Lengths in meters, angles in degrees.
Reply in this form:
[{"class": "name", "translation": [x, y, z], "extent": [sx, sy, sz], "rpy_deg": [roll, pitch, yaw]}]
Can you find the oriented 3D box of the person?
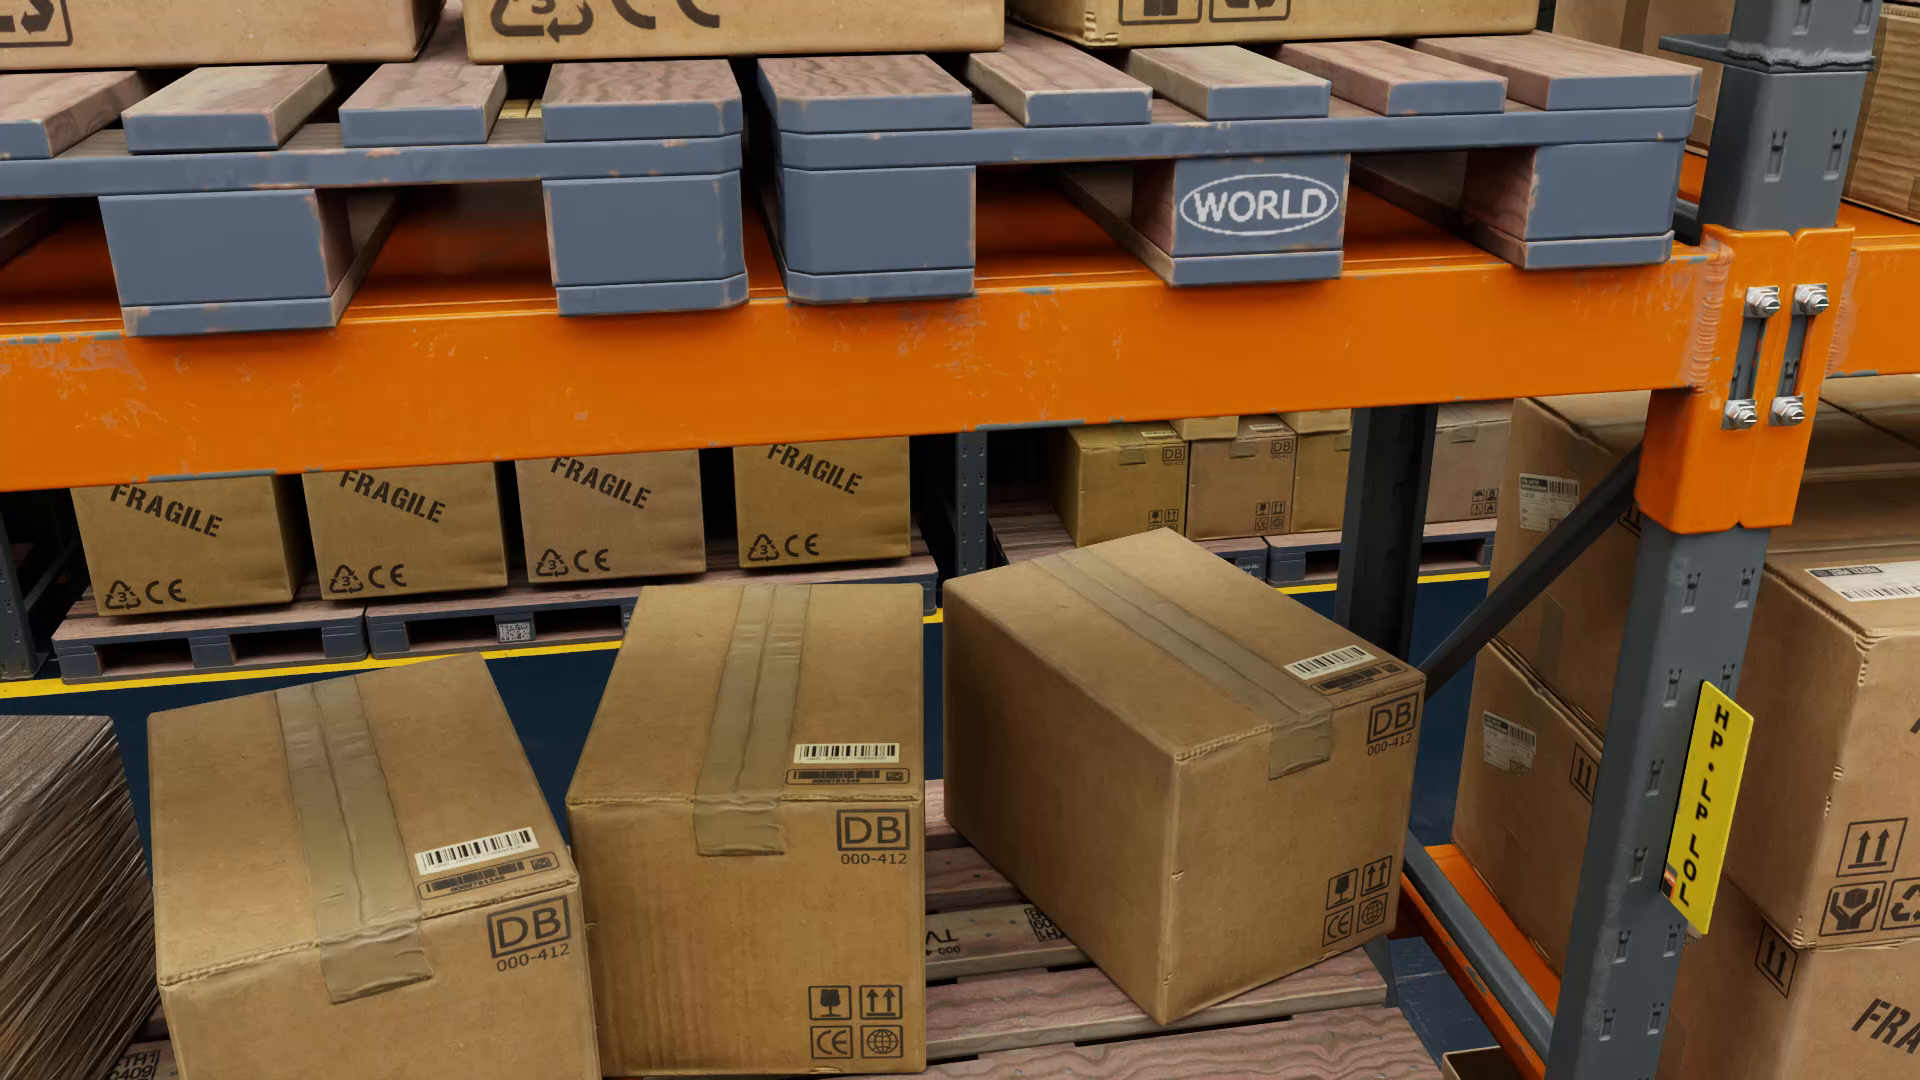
[{"class": "person", "translation": [0.790, 0.334, 5.337], "extent": [0.517, 1.653, 0.349], "rpy_deg": [-5, 24, -12]}]
